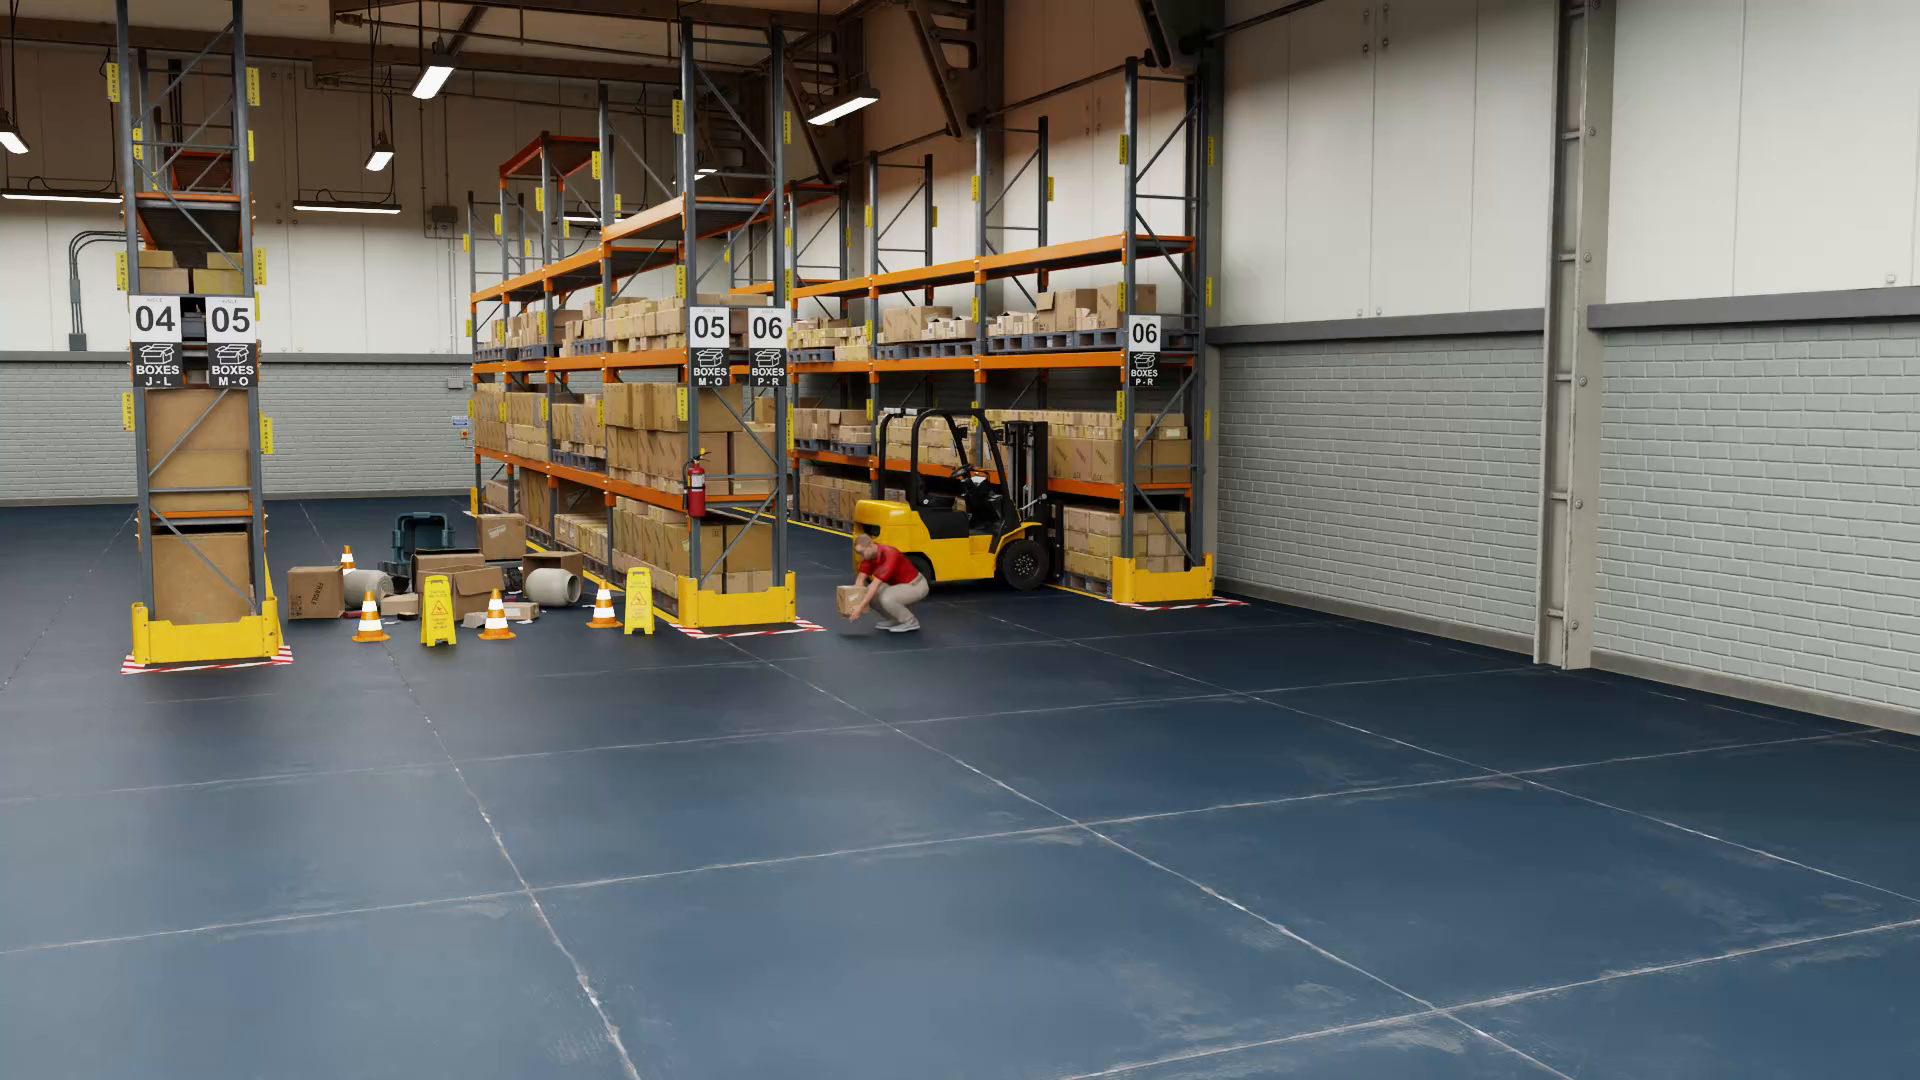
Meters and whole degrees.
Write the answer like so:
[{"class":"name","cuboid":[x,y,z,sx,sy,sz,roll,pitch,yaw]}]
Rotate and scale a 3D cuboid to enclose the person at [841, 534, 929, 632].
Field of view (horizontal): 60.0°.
[{"class":"person","cuboid":[-0.739,0.417,16.464,0.879,0.987,0.535,-2,6,-25]}]
